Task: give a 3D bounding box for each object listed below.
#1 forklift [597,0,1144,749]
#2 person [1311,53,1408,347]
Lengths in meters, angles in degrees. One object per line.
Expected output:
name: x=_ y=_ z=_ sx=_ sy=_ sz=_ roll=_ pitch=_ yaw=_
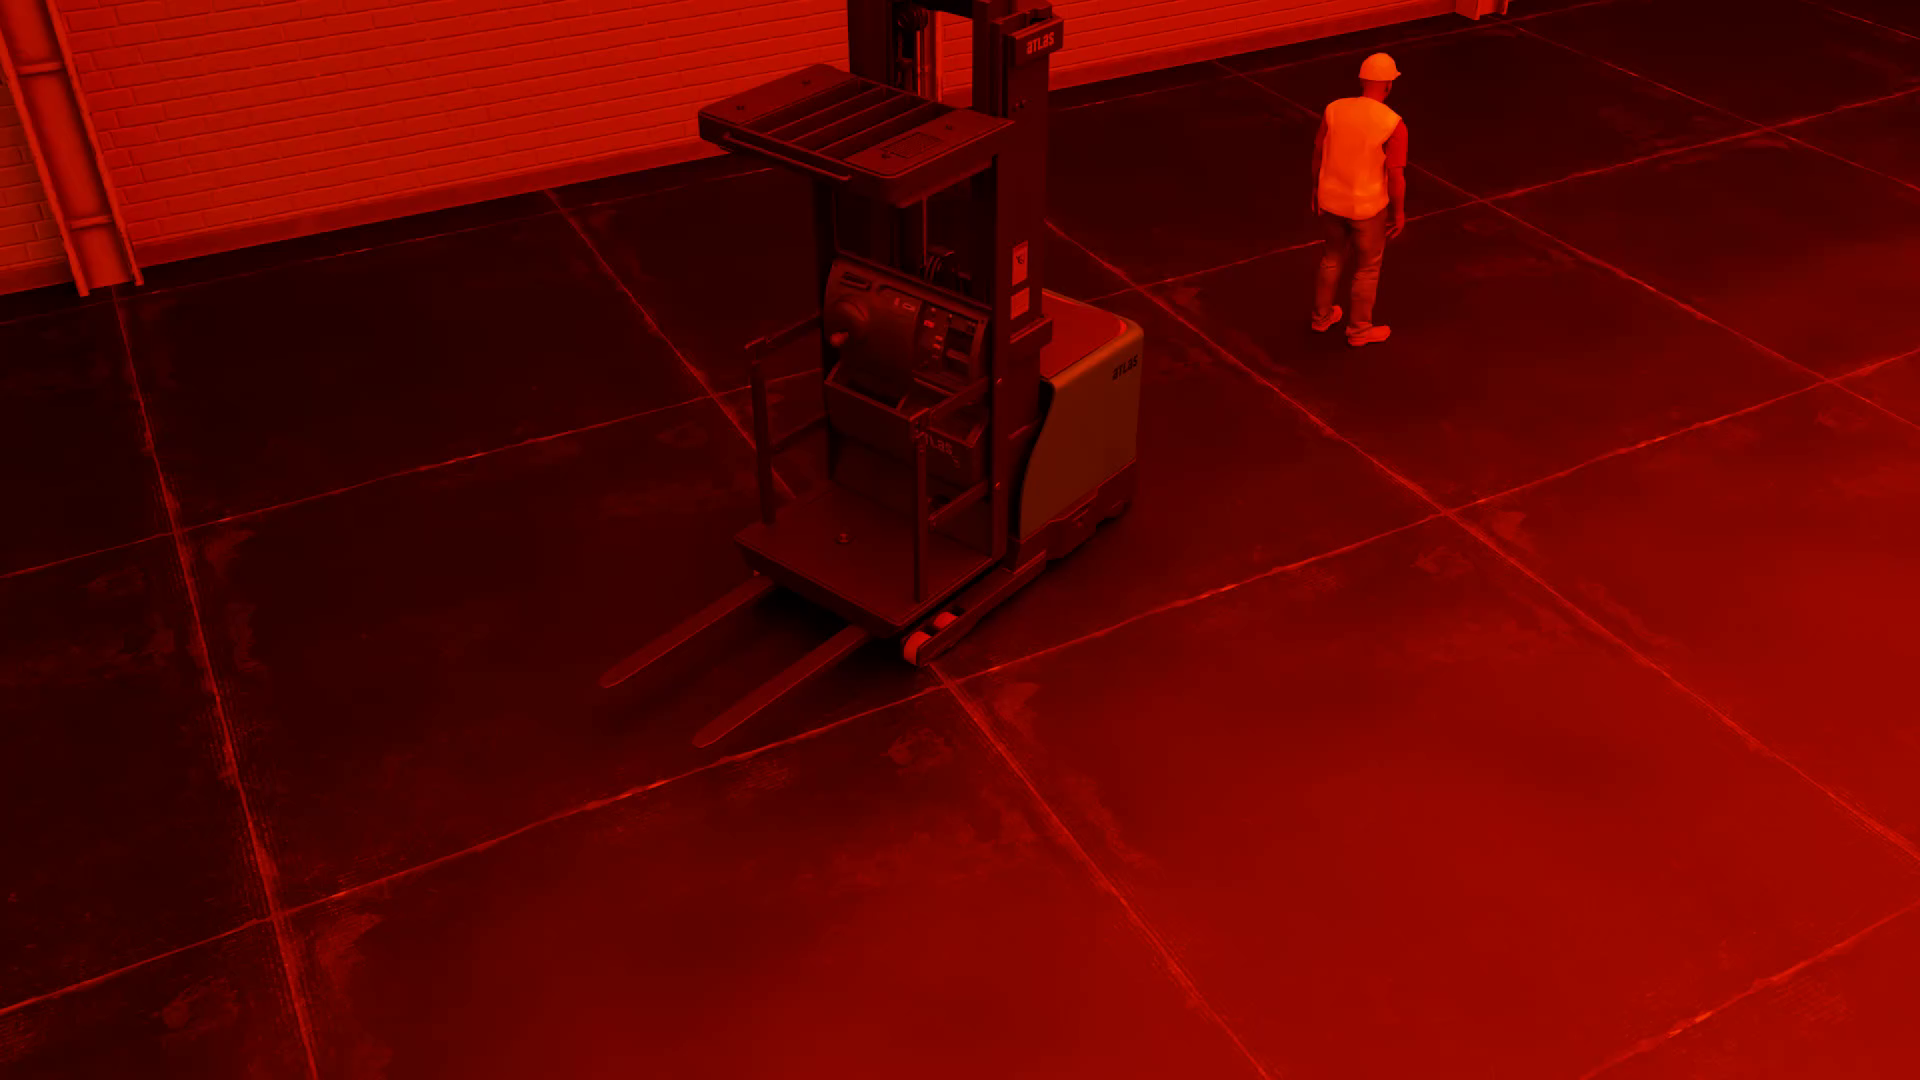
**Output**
forklift: x=-0.390 y=-0.927 z=7.434 sx=1.130 sy=2.935 sz=3.031 roll=26 pitch=43 yaw=31
person: x=2.401 y=-2.050 z=10.041 sx=0.633 sy=1.759 sz=0.462 roll=29 pitch=45 yaw=35
